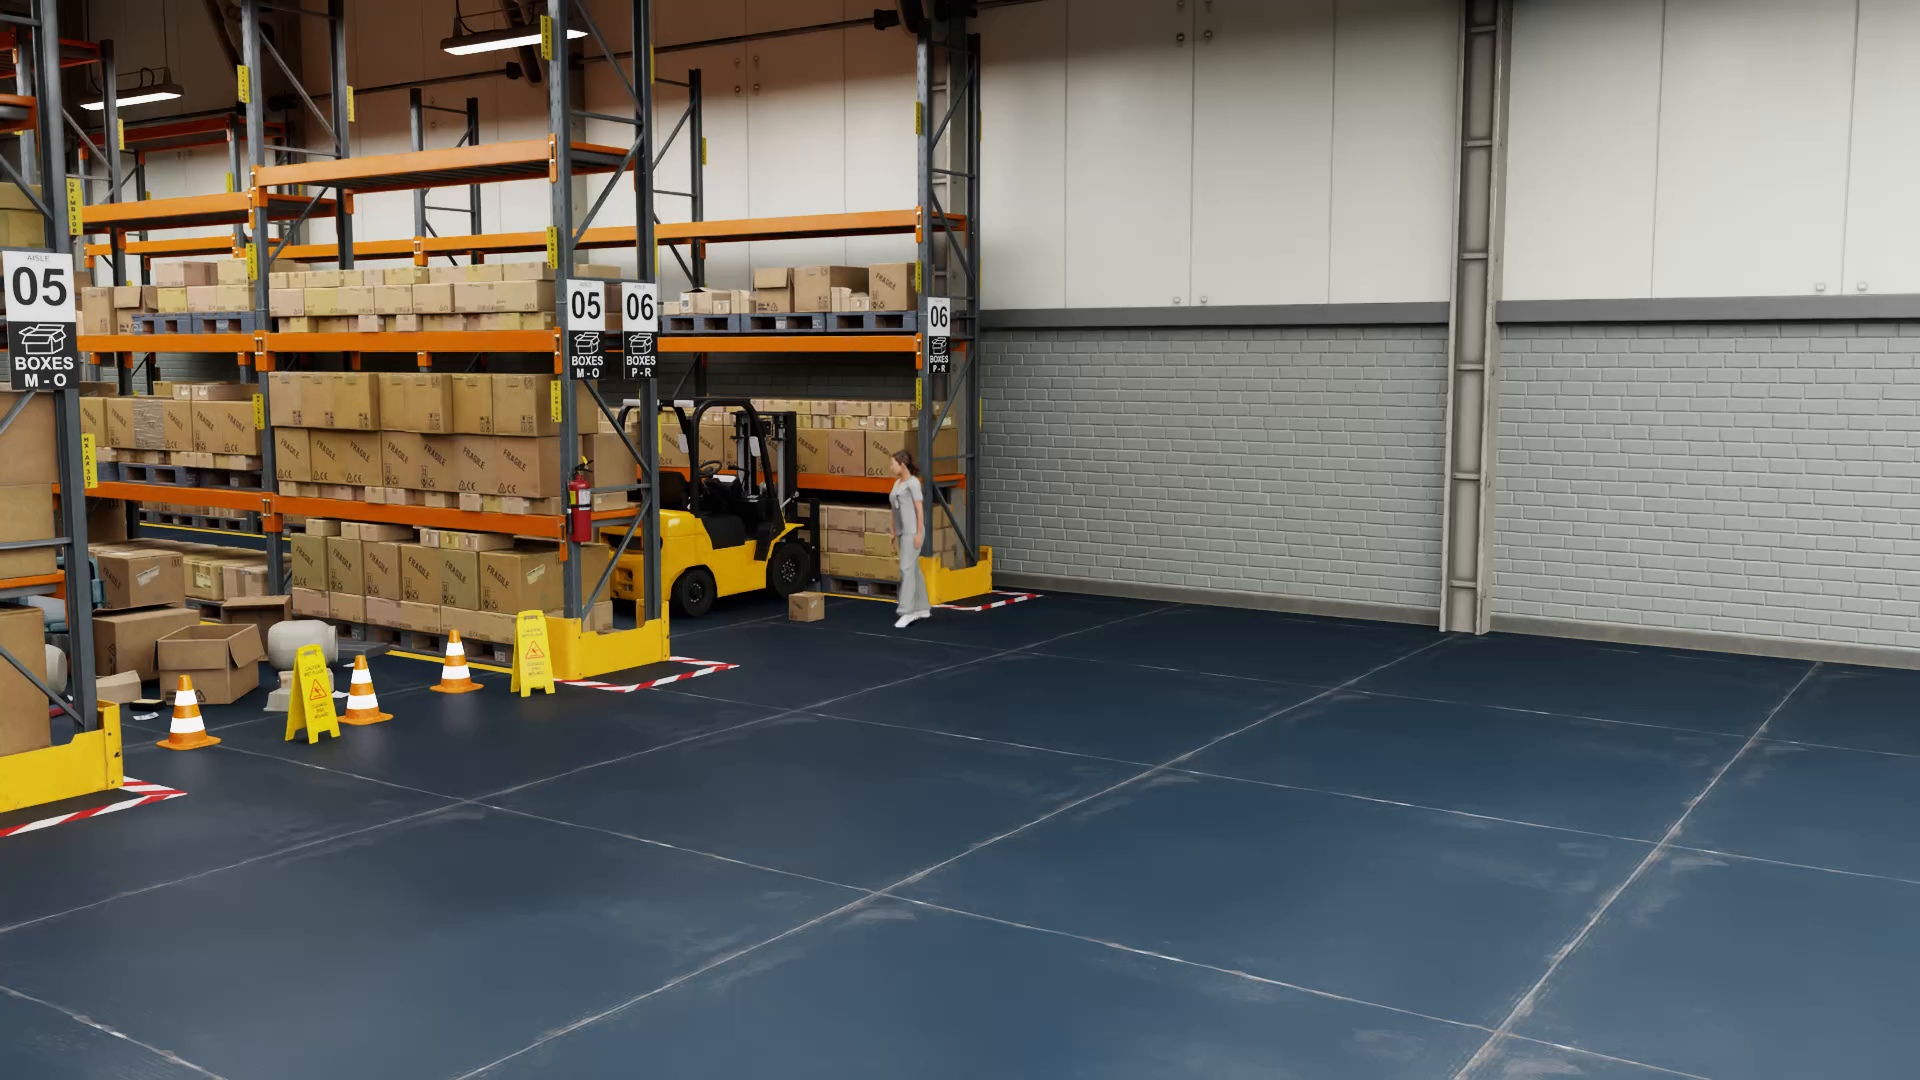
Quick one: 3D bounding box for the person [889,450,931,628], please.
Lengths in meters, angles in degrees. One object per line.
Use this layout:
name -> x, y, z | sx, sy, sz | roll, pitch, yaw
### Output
person -> -0.505, -0.025, 16.231 | 0.530, 1.699, 0.557 | -3, 7, -27
